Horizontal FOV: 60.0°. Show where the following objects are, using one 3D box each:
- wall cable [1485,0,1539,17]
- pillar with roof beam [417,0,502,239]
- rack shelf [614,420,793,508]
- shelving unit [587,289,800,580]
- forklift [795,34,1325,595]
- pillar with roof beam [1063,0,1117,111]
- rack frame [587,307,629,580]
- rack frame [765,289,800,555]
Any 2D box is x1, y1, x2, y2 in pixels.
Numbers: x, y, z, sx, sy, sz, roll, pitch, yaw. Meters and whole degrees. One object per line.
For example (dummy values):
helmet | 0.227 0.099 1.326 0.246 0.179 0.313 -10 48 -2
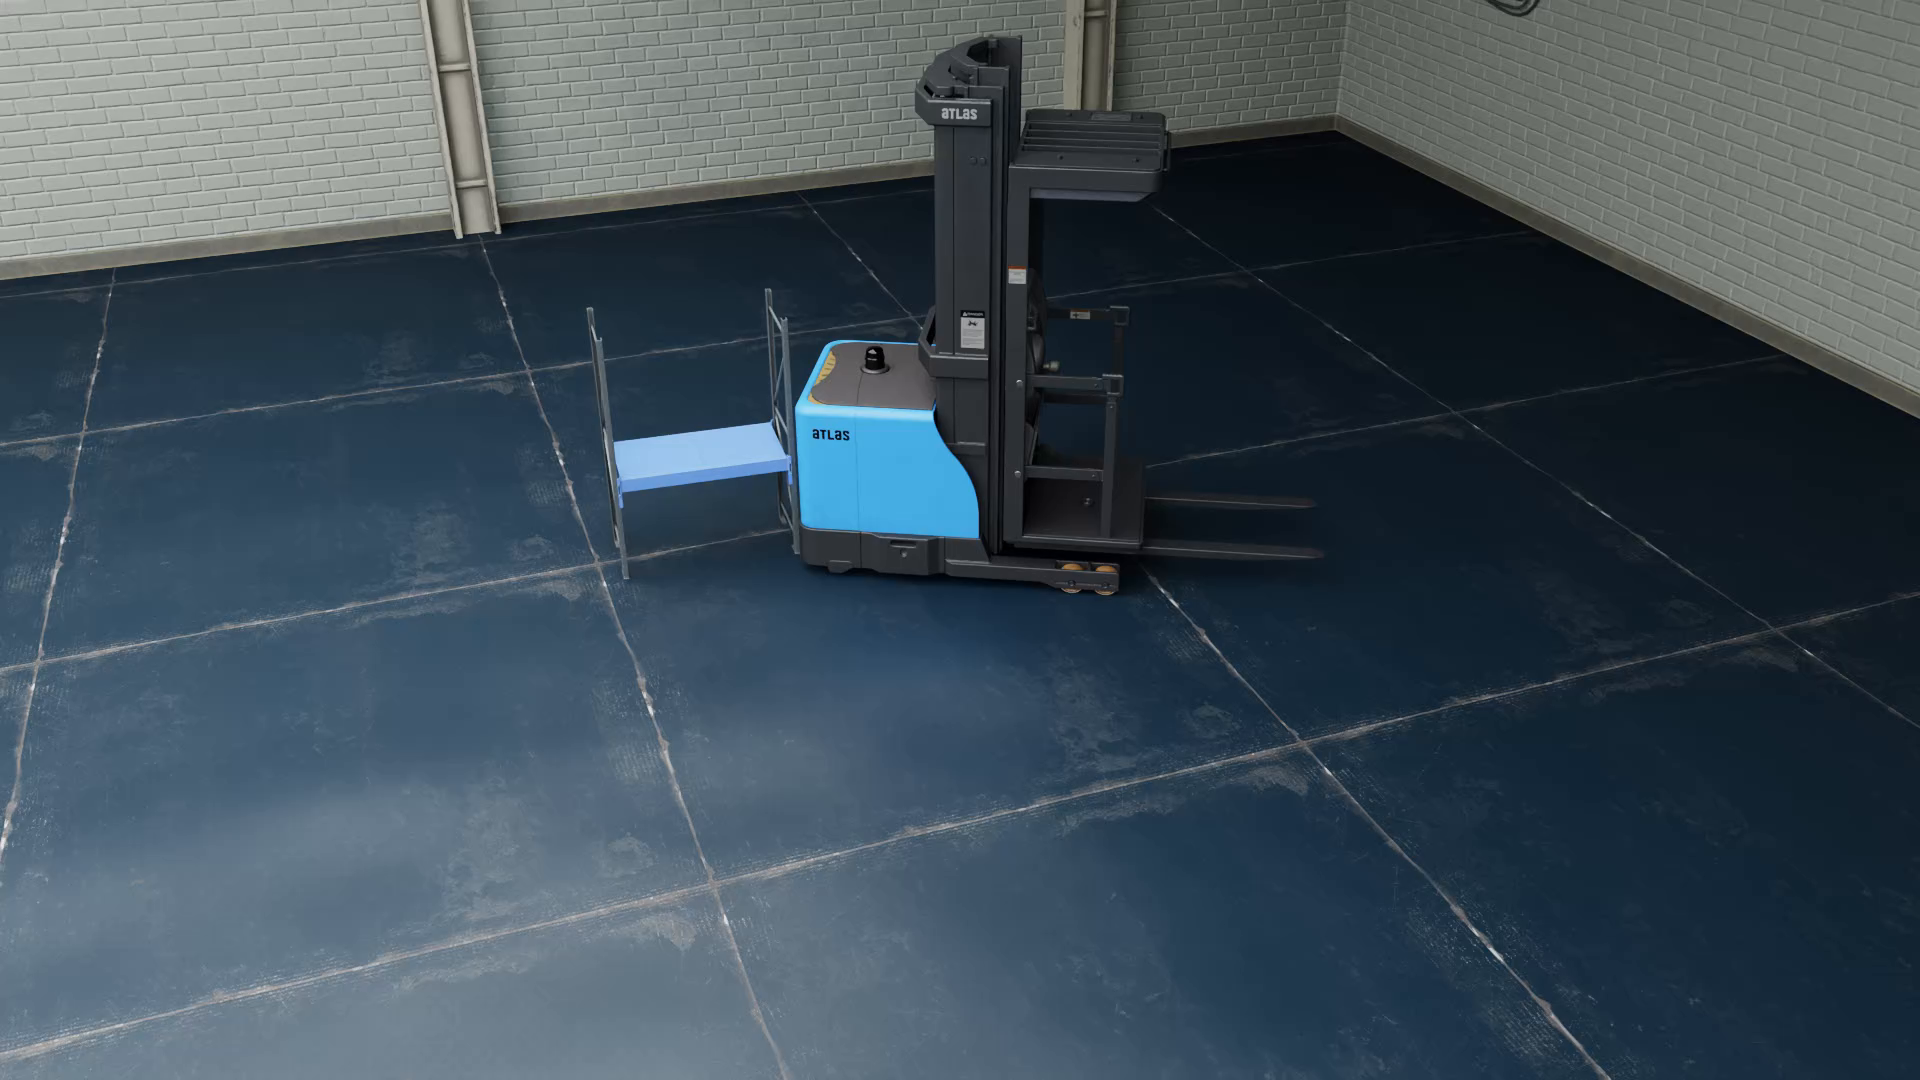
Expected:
wall cable | 4.493 -6.282 15.173 0.112 2.526 3.097 -10 31 -18
pillar with roof beam | -2.851 -4.703 9.265 0.400 9.000 9.100 -10 31 -18
rack shelf | -1.529 -0.455 9.748 1.000 0.185 0.538 -8 31 -15
shelving unit | -1.529 -0.611 9.659 1.048 1.500 0.538 -8 31 -15
forklift | 0.618 -1.236 9.310 3.031 2.935 1.130 3 30 6
pillar with roof beam | 2.772 -5.739 11.083 0.400 9.000 9.100 -10 31 -18
rack frame | -2.015 -0.539 9.531 0.032 1.500 0.500 -8 31 -15
rack frame | -1.042 -0.684 9.786 0.032 1.500 0.500 -8 31 -15
